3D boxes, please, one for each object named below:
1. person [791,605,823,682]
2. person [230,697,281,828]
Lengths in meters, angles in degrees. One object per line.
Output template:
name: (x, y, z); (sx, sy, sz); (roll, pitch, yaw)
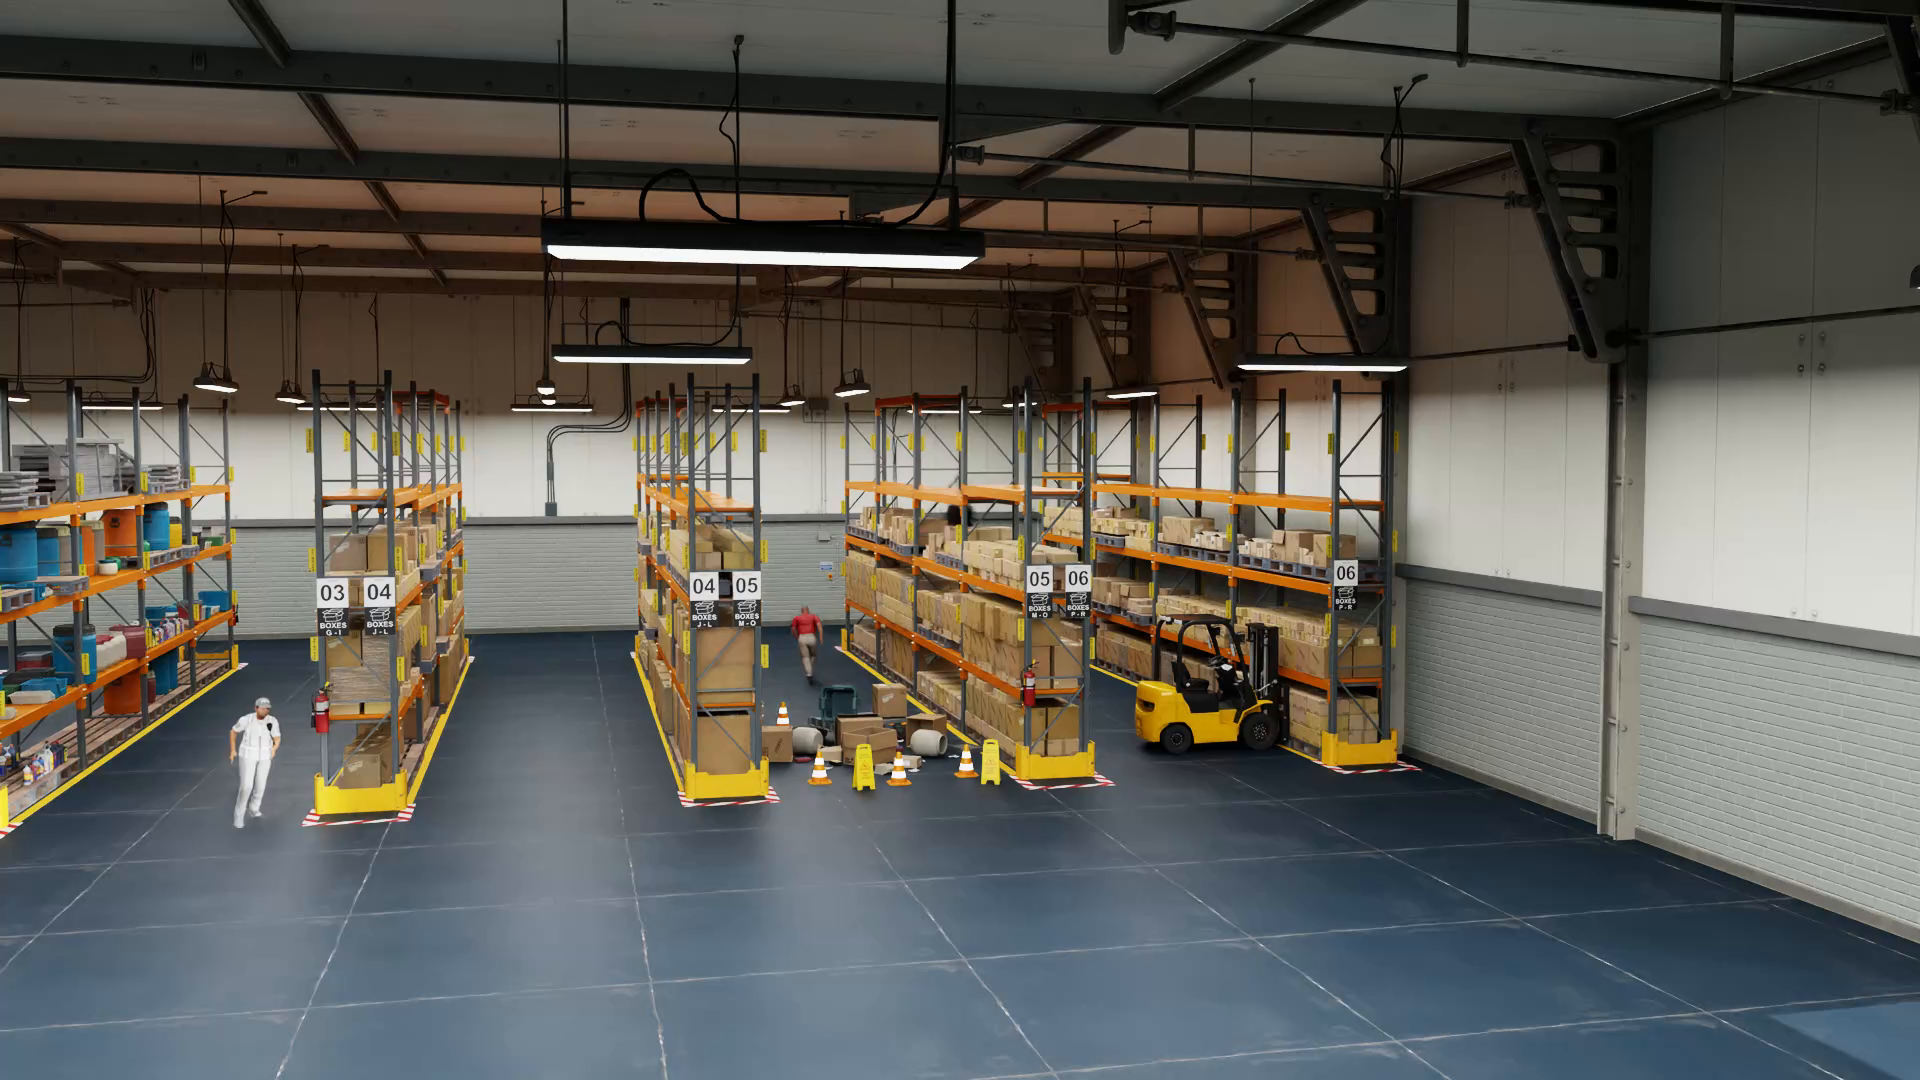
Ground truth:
person: (-3.211, 2.198, 34.924); (0.664, 1.571, 1.066); (0, 3, -6)
person: (-9.299, 2.935, 21.959); (0.626, 1.718, 0.737); (-2, 4, -37)
